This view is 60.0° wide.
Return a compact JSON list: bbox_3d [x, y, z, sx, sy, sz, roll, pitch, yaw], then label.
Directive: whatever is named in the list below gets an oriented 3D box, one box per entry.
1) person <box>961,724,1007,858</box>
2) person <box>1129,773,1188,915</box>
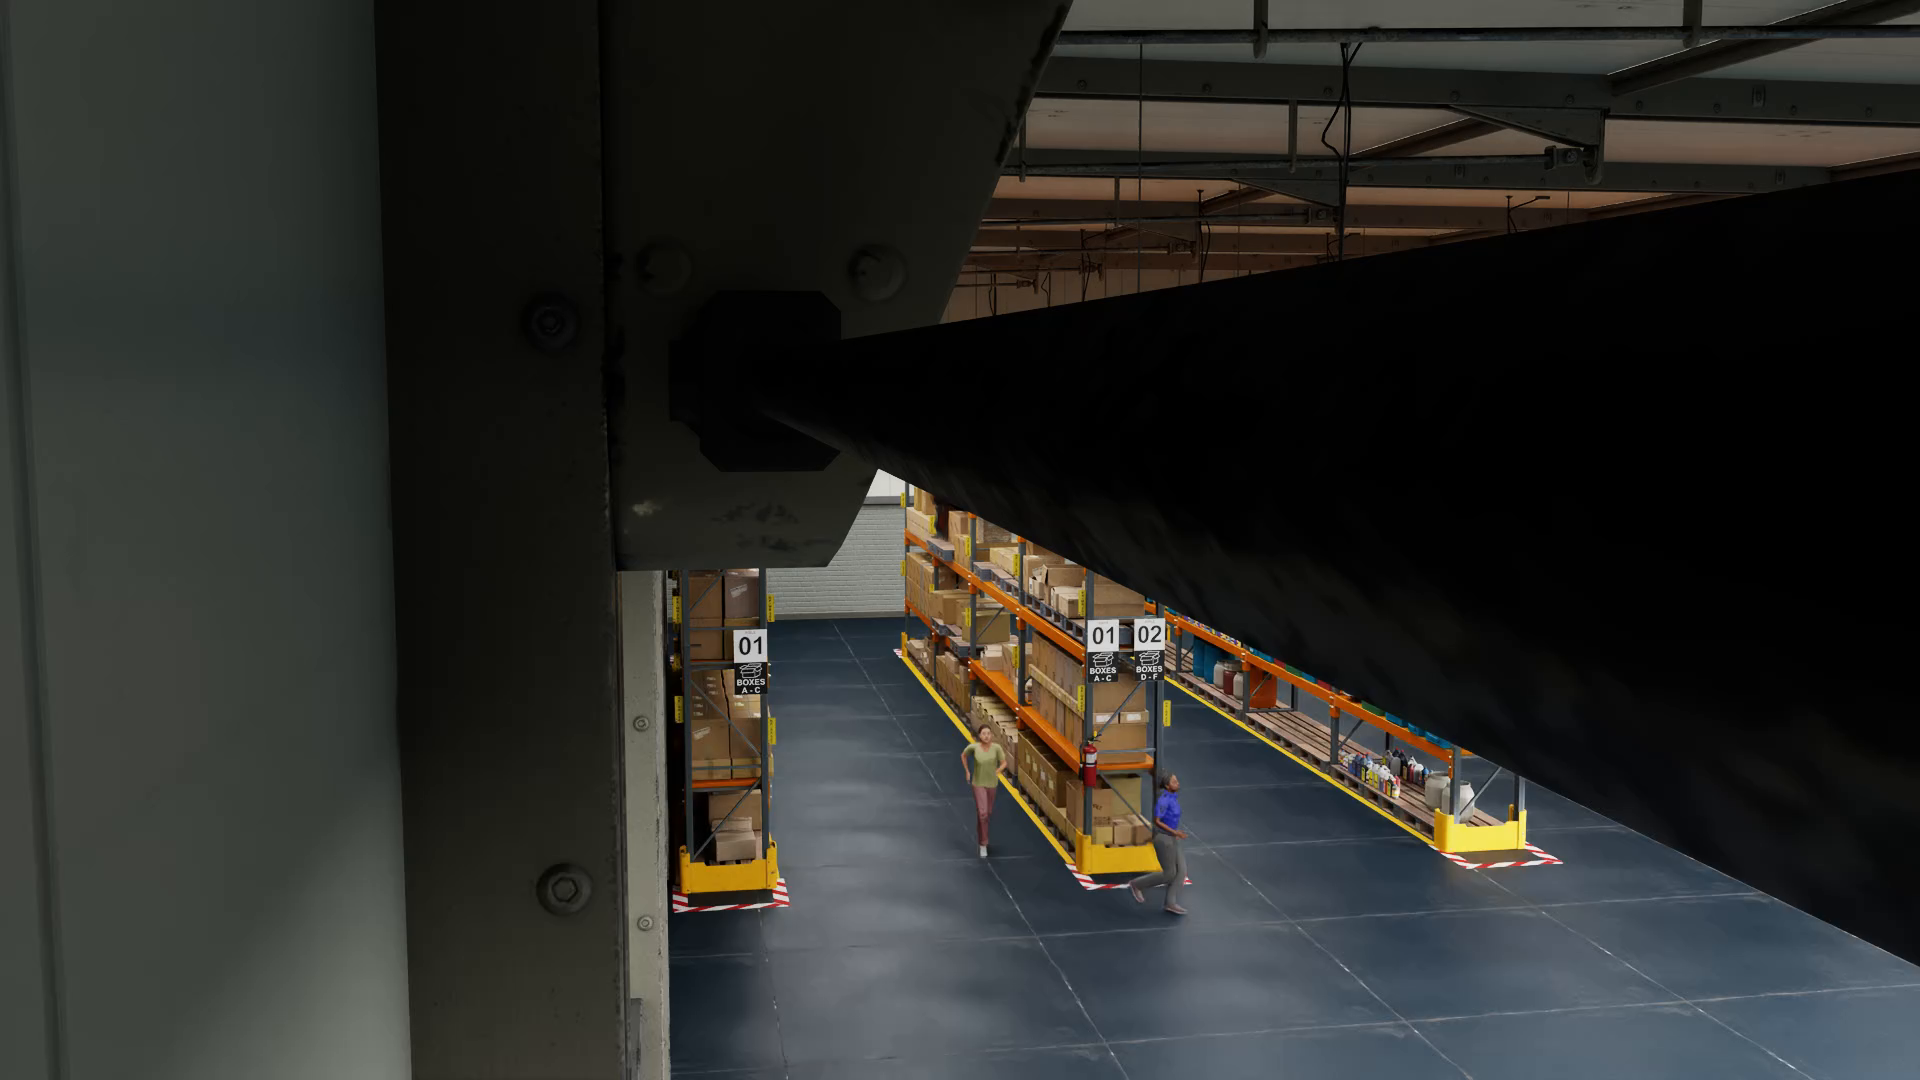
[{"bbox_3d":[0.330,3.244,21.824,0.567,1.712,0.775,-1,6,-13],"label":"person"},{"bbox_3d":[2.359,3.569,19.457,0.691,1.544,0.596,2,6,20],"label":"person"}]
